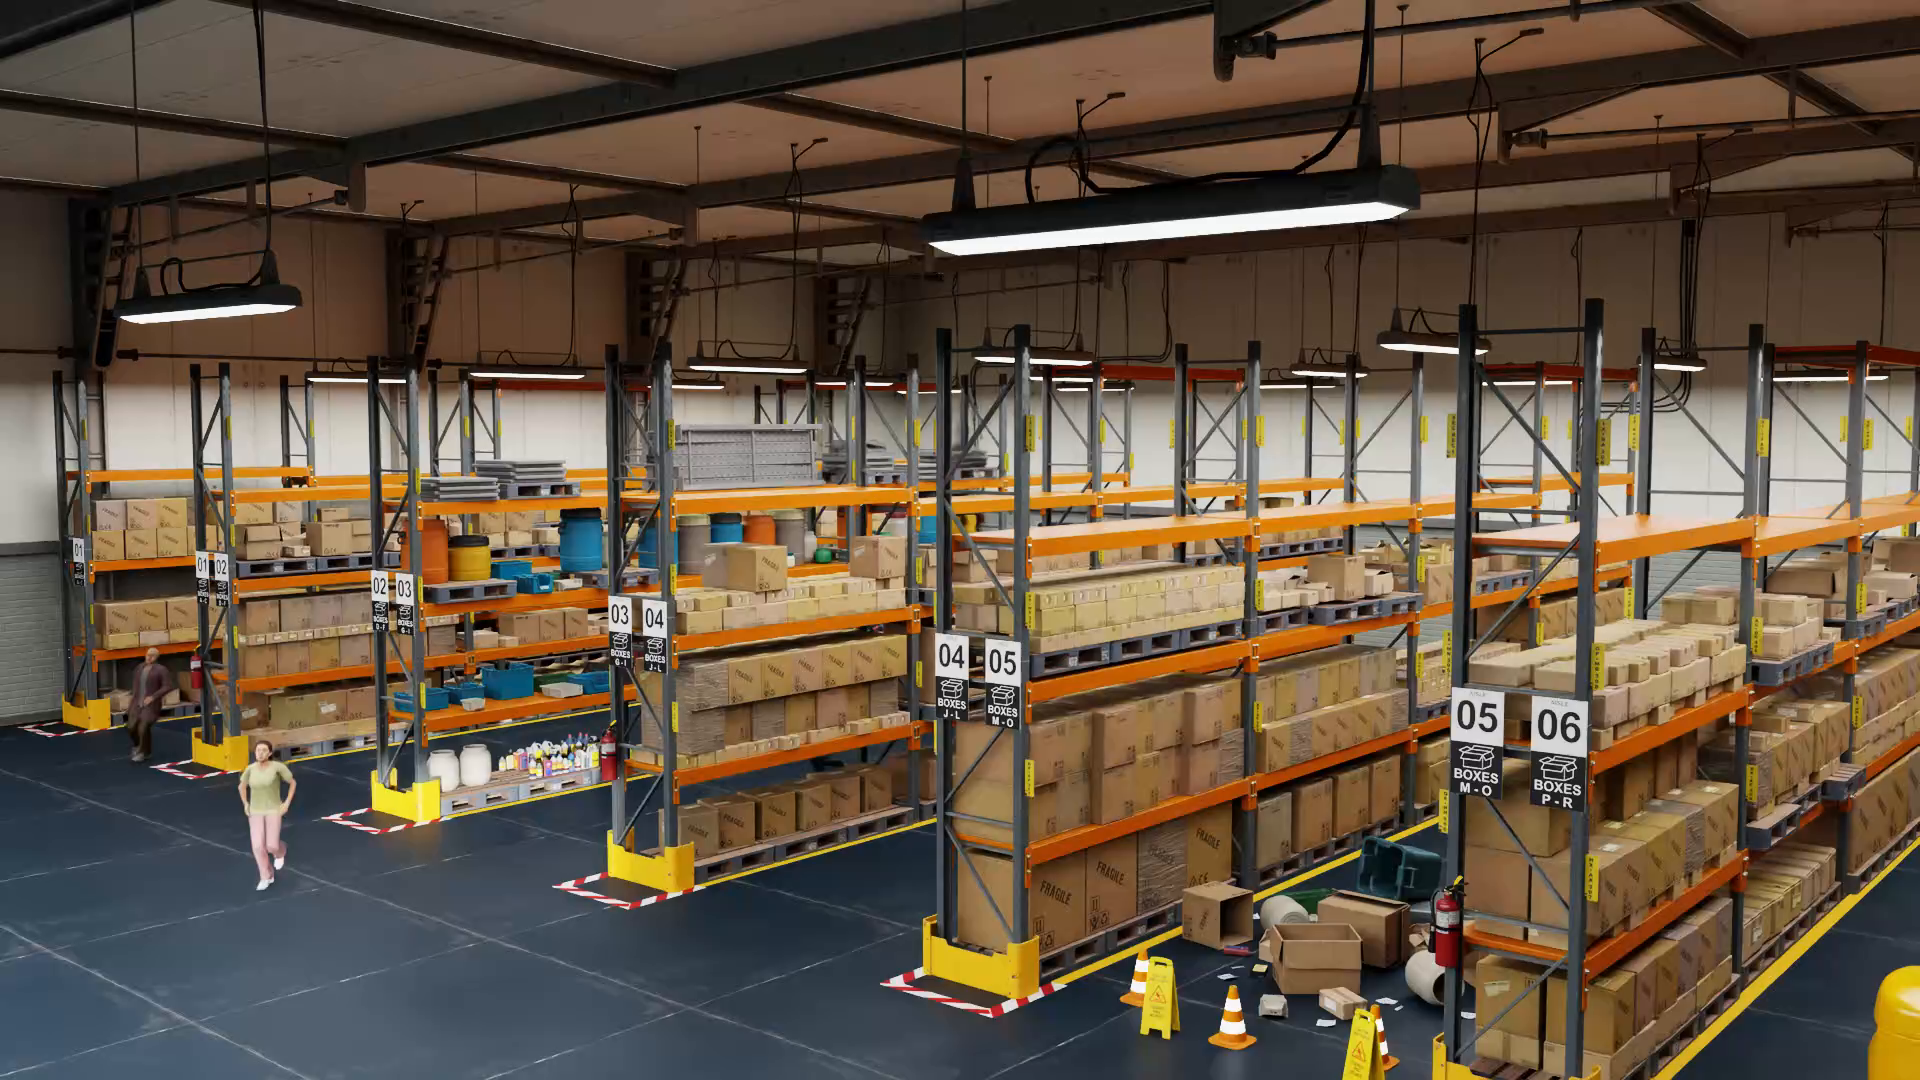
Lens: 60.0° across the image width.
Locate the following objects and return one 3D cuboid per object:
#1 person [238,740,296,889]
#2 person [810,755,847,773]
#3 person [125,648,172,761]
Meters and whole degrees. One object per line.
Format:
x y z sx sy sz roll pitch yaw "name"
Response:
-7.718 3.019 18.542 0.604 1.634 0.632 -1 4 -11 "person"
-1.864 2.716 23.201 0.581 1.558 0.576 4 6 42 "person"
-12.272 2.489 25.124 0.721 1.722 0.583 0 4 4 "person"
